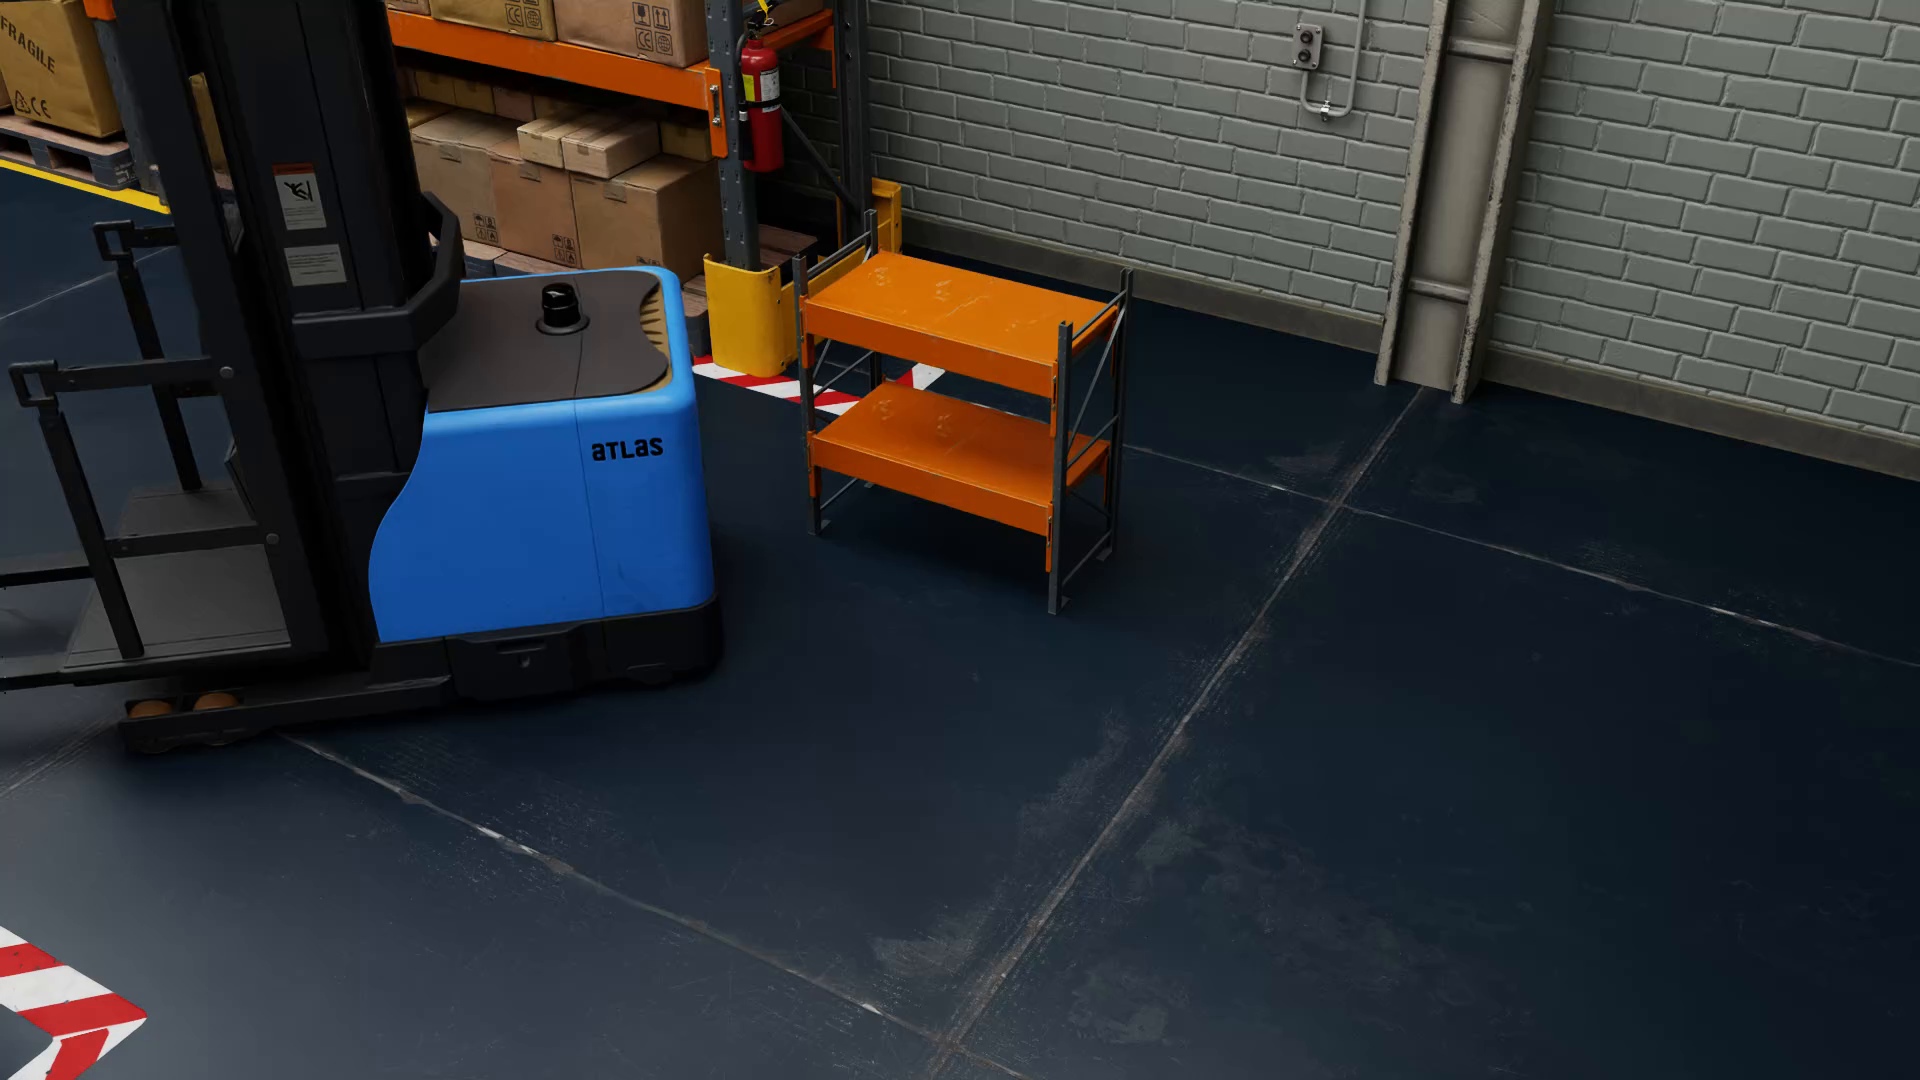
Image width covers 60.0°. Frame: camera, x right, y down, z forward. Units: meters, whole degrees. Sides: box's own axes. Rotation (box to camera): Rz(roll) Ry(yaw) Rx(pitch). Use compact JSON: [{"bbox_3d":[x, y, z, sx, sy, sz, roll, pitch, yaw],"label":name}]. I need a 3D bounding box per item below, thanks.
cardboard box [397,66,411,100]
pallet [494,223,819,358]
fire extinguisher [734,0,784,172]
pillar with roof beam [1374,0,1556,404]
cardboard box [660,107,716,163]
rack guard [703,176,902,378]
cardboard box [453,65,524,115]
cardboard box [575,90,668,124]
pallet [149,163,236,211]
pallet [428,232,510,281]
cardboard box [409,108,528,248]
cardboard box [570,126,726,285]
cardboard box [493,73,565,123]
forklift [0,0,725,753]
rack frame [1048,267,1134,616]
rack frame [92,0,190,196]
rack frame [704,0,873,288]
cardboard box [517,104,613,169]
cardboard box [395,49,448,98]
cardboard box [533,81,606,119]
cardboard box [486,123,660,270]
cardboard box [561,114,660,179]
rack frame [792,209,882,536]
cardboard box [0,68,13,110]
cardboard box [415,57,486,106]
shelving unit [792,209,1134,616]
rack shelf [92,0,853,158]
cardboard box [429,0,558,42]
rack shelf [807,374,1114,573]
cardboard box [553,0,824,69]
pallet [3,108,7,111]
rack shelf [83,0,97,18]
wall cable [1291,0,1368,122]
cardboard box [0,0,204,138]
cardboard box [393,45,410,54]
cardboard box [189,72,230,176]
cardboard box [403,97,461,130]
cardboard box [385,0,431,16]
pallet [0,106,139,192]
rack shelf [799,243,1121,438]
[{"bbox_3d":[-2.929,-2.207,8.149,0.250,0.149,0.380,16,37,23],"label":"cardboard box"},{"bbox_3d":[-1.447,-1.304,8.018,1.213,0.211,1.003,18,37,24],"label":"pallet"},{"bbox_3d":[-0.812,-1.832,6.701,0.183,0.674,0.296,18,37,24],"label":"fire extinguisher"},{"bbox_3d":[-0.077,-2.382,1.708,0.400,9.000,9.100,18,37,24],"label":"pillar with roof beam"},{"bbox_3d":[-1.164,-1.893,7.678,0.250,0.149,0.380,18,38,25],"label":"cardboard box"},{"bbox_3d":[-0.693,-1.236,7.655,0.348,0.500,1.175,18,37,24],"label":"rack guard"},{"bbox_3d":[-2.265,-2.241,8.200,0.250,0.149,0.380,18,38,25],"label":"cardboard box"},{"bbox_3d":[-1.604,-2.032,7.887,0.250,0.149,0.380,18,38,25],"label":"cardboard box"},{"bbox_3d":[-3.566,-1.975,9.026,1.213,0.211,1.003,18,37,24],"label":"pallet"},{"bbox_3d":[-2.502,-1.640,8.523,1.213,0.211,1.003,18,37,24],"label":"pallet"},{"bbox_3d":[-2.243,-1.837,8.179,0.500,0.500,0.700,16,37,23],"label":"cardboard box"},{"bbox_3d":[-1.371,-1.561,7.765,0.500,0.500,0.700,18,37,24],"label":"cardboard box"},{"bbox_3d":[-2.042,-2.171,8.095,0.250,0.149,0.380,18,38,25],"label":"cardboard box"},{"bbox_3d":[-2.358,-0.867,4.908,3.031,2.935,1.130,-6,34,-9],"label":"forklift"},{"bbox_3d":[0.447,-0.327,5.725,0.032,1.125,0.500,18,37,24],"label":"rack frame"},{"bbox_3d":[-4.187,-3.383,8.624,0.127,3.000,1.000,18,37,24],"label":"rack frame"},{"bbox_3d":[-0.714,-2.283,6.972,0.127,3.000,1.000,18,37,24],"label":"rack frame"},{"bbox_3d":[-1.796,-1.849,7.612,0.250,0.149,0.380,19,38,26],"label":"cardboard box"},{"bbox_3d":[-2.709,-2.382,8.411,0.250,0.149,0.380,18,38,25],"label":"cardboard box"},{"bbox_3d":[-1.821,-2.101,7.990,0.250,0.149,0.380,18,38,25],"label":"cardboard box"},{"bbox_3d":[-1.806,-1.699,7.972,0.500,0.500,0.700,17,37,24],"label":"cardboard box"},{"bbox_3d":[-1.573,-1.779,7.507,0.250,0.149,0.380,17,37,24],"label":"cardboard box"},{"bbox_3d":[-0.435,-0.606,6.145,0.032,1.125,0.500,18,37,24],"label":"rack frame"},{"bbox_3d":[-5.589,-3.022,9.643,0.750,0.750,0.750,19,38,26],"label":"cardboard box"},{"bbox_3d":[-2.485,-2.311,8.305,0.250,0.149,0.380,17,37,24],"label":"cardboard box"},{"bbox_3d":[0.006,-0.466,5.935,1.048,1.125,0.538,18,37,24],"label":"shelving unit"},{"bbox_3d":[-2.451,-2.533,7.997,4.000,0.370,1.077,18,37,24],"label":"rack shelf"},{"bbox_3d":[-1.799,-2.738,7.384,0.700,0.700,0.980,17,37,24],"label":"cardboard box"},{"bbox_3d":[0.006,-0.263,6.071,1.000,0.278,0.538,18,37,24],"label":"rack shelf"},{"bbox_3d":[-1.162,-2.543,7.092,0.700,0.700,0.980,19,38,26],"label":"cardboard box"},{"bbox_3d":[-5.958,-2.733,10.164,1.213,0.211,1.003,18,37,24],"label":"pallet"},{"bbox_3d":[-5.923,-3.633,9.649,4.000,0.370,1.077,18,37,24],"label":"rack shelf"},{"bbox_3d":[0.867,-2.809,6.845,1.851,1.984,0.084,18,37,24],"label":"wall cable"},{"bbox_3d":[-4.816,-2.779,9.278,0.750,0.750,0.750,18,38,25],"label":"cardboard box"},{"bbox_3d":[-2.928,-2.451,8.516,0.250,0.149,0.380,16,37,23],"label":"cardboard box"},{"bbox_3d":[-3.589,-2.262,8.817,0.500,0.500,0.700,18,38,25],"label":"cardboard box"},{"bbox_3d":[-2.710,-1.980,8.394,0.500,0.500,0.700,18,38,25],"label":"cardboard box"},{"bbox_3d":[-2.456,-2.952,7.706,0.700,0.700,0.980,16,37,22],"label":"cardboard box"},{"bbox_3d":[-4.894,-2.398,9.661,1.213,0.211,1.003,18,37,24],"label":"pallet"},{"bbox_3d":[0.006,-0.710,5.773,1.000,0.278,0.538,18,37,24],"label":"rack shelf"}]
